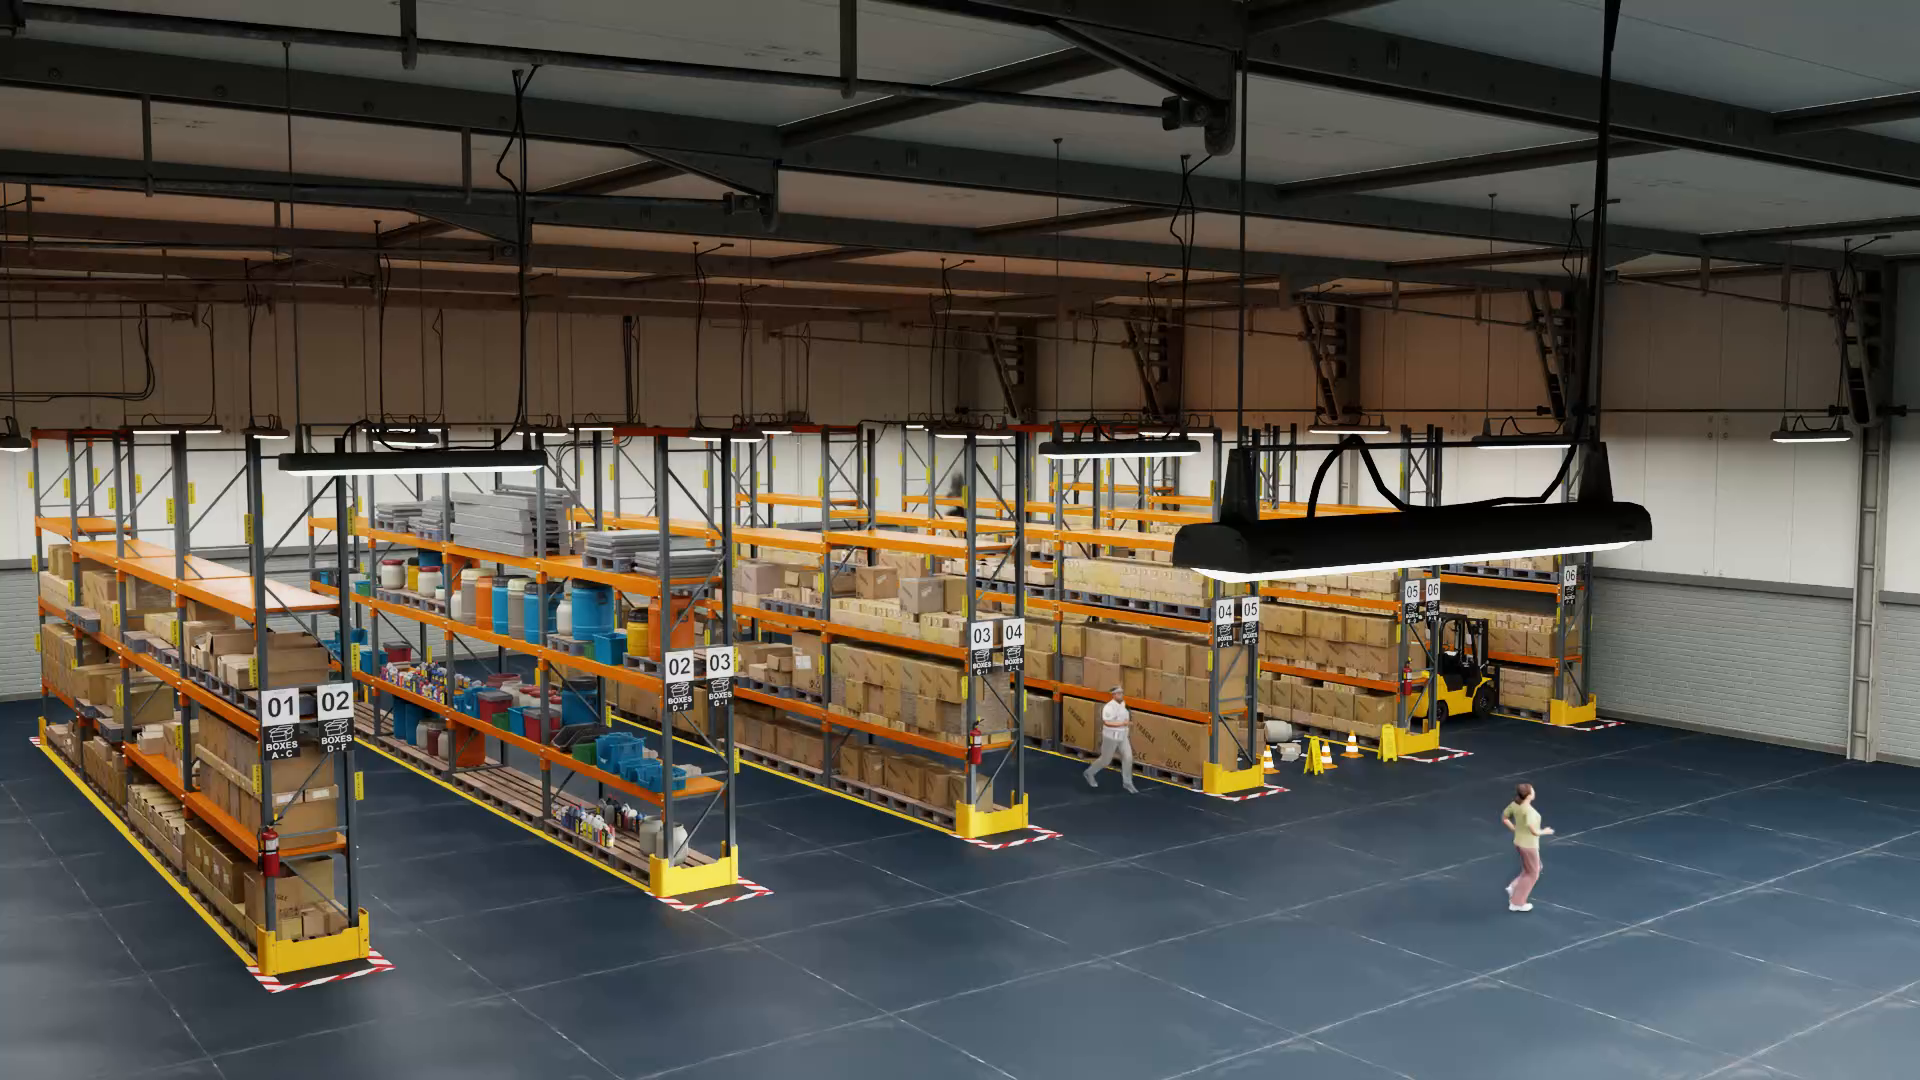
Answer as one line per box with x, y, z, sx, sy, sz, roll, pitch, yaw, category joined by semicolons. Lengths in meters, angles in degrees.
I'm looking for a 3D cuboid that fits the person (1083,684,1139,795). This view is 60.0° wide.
2.537;3.280;27.604;0.964;1.825;0.671;4;6;43;person

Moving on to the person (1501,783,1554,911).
7.186;3.857;20.978;0.526;1.627;0.570;-1;5;-11;person
